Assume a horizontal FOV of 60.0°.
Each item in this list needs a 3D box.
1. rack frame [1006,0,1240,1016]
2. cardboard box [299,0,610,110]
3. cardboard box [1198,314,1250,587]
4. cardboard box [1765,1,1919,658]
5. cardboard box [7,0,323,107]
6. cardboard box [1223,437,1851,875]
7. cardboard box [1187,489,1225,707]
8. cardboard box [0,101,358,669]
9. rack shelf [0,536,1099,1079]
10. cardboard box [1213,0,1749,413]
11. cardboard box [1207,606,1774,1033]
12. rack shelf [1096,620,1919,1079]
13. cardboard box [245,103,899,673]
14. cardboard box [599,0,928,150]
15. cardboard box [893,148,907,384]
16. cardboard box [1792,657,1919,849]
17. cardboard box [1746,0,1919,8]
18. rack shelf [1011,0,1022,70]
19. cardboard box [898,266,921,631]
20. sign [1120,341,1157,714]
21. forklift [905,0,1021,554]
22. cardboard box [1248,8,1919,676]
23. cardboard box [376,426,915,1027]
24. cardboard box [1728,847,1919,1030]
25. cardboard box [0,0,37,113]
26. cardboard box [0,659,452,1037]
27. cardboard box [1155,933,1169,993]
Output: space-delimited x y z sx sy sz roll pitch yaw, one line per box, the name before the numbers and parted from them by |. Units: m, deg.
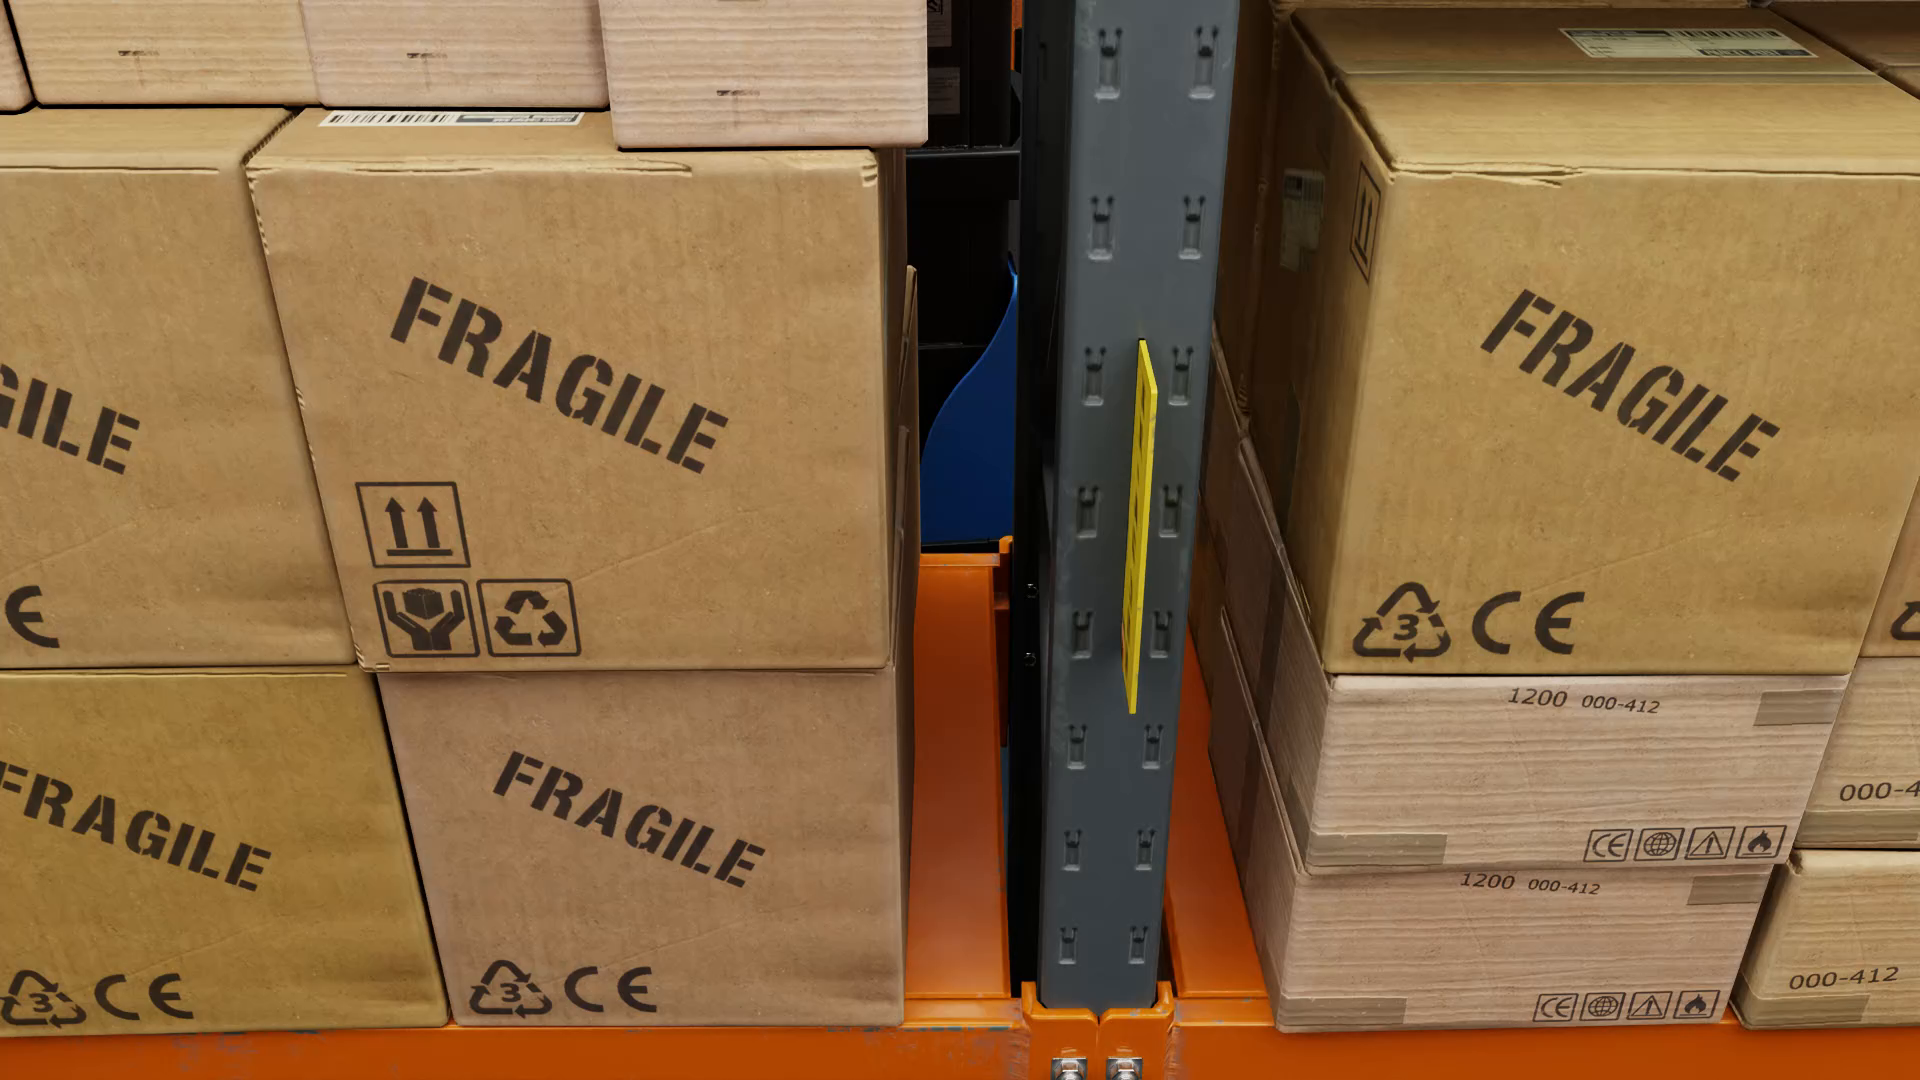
rack frame | 0.150 0.108 2.180 0.053 2.616 0.949 0 31 0
cardboard box | -0.420 -0.527 1.541 0.250 0.149 0.380 1 31 1
cardboard box | 0.590 -0.167 2.296 0.500 0.250 0.500 0 31 0
cardboard box | 1.101 -0.228 1.675 0.500 0.500 0.500 0 31 -1
cardboard box | -0.669 -0.531 1.548 0.250 0.149 0.380 0 31 0
cardboard box | 0.592 0.105 1.847 0.500 0.250 0.500 -1 31 -2
cardboard box | 0.598 0.042 2.434 0.500 0.250 0.500 -1 31 -1
cardboard box | -0.827 -0.218 1.658 0.500 0.500 0.500 -1 31 -1
rack shelf | -1.849 0.424 2.353 4.000 0.370 1.077 0 31 0
cardboard box | 0.596 -0.492 2.109 0.500 0.500 0.500 1 31 1
cardboard box | 0.592 0.310 1.993 0.500 0.250 0.500 -1 31 -1
rack shelf | 2.150 0.411 2.374 4.000 0.370 1.077 0 31 0
cardboard box | -0.320 -0.216 1.653 0.500 0.500 0.500 0 31 -1
cardboard box | -0.156 -0.472 1.450 0.250 0.149 0.380 -1 31 -1
cardboard box | -0.327 -0.484 2.096 0.500 0.500 0.500 0 31 0
cardboard box | 1.113 0.089 1.874 0.500 0.250 0.500 0 31 0
cardboard box | 1.113 -0.497 2.118 0.500 0.500 0.500 0 31 1
rack shelf | 2.117 -2.163 6.618 4.000 0.370 1.077 0 31 0
cardboard box | -0.320 -0.067 2.373 0.500 0.500 0.500 1 31 1
sign | 0.155 -0.006 1.457 0.005 0.325 0.100 0 31 0
forklift | -0.622 -1.217 4.431 3.031 2.935 1.130 -3 31 -5
cardboard box | 0.592 -0.213 1.648 0.500 0.500 0.500 0 31 0
cardboard box | -0.312 0.201 1.930 0.500 0.500 0.500 0 31 0
cardboard box | 1.110 0.307 1.996 0.500 0.250 0.500 -1 31 -2
cardboard box | -0.922 -0.521 1.532 0.250 0.149 0.380 0 31 -1
cardboard box | -0.826 0.206 1.923 0.500 0.500 0.500 -1 31 -2
cardboard box | 0.770 0.795 2.691 0.875 0.875 0.875 1 31 1
